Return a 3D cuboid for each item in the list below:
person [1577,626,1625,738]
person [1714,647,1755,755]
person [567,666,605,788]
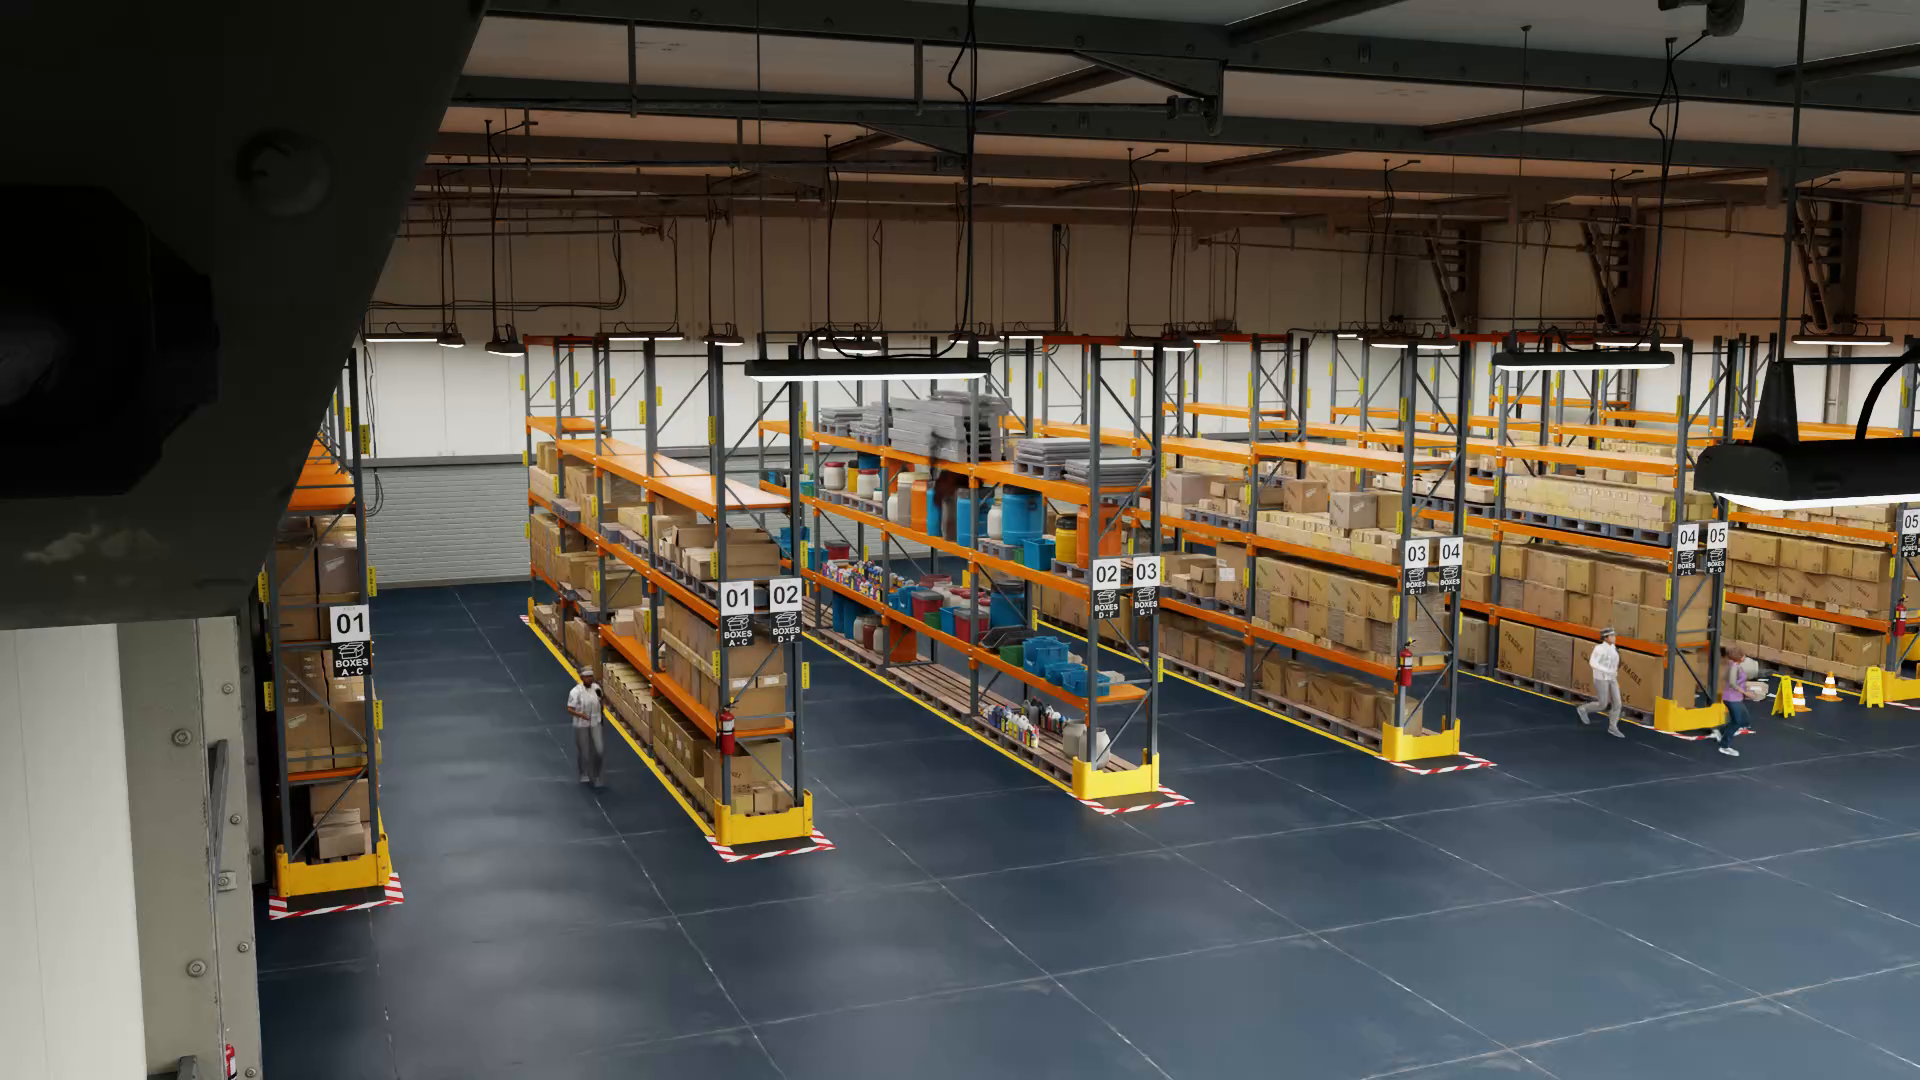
[{"bbox_3d":[9.845,2.142,25.452,0.657,1.697,0.797,-5,9,-34],"label":"person"},{"bbox_3d":[11.343,2.349,24.327,0.537,1.572,0.581,5,9,31],"label":"person"},{"bbox_3d":[-5.019,2.532,22.471,0.572,1.725,0.683,-4,9,-27],"label":"person"}]
